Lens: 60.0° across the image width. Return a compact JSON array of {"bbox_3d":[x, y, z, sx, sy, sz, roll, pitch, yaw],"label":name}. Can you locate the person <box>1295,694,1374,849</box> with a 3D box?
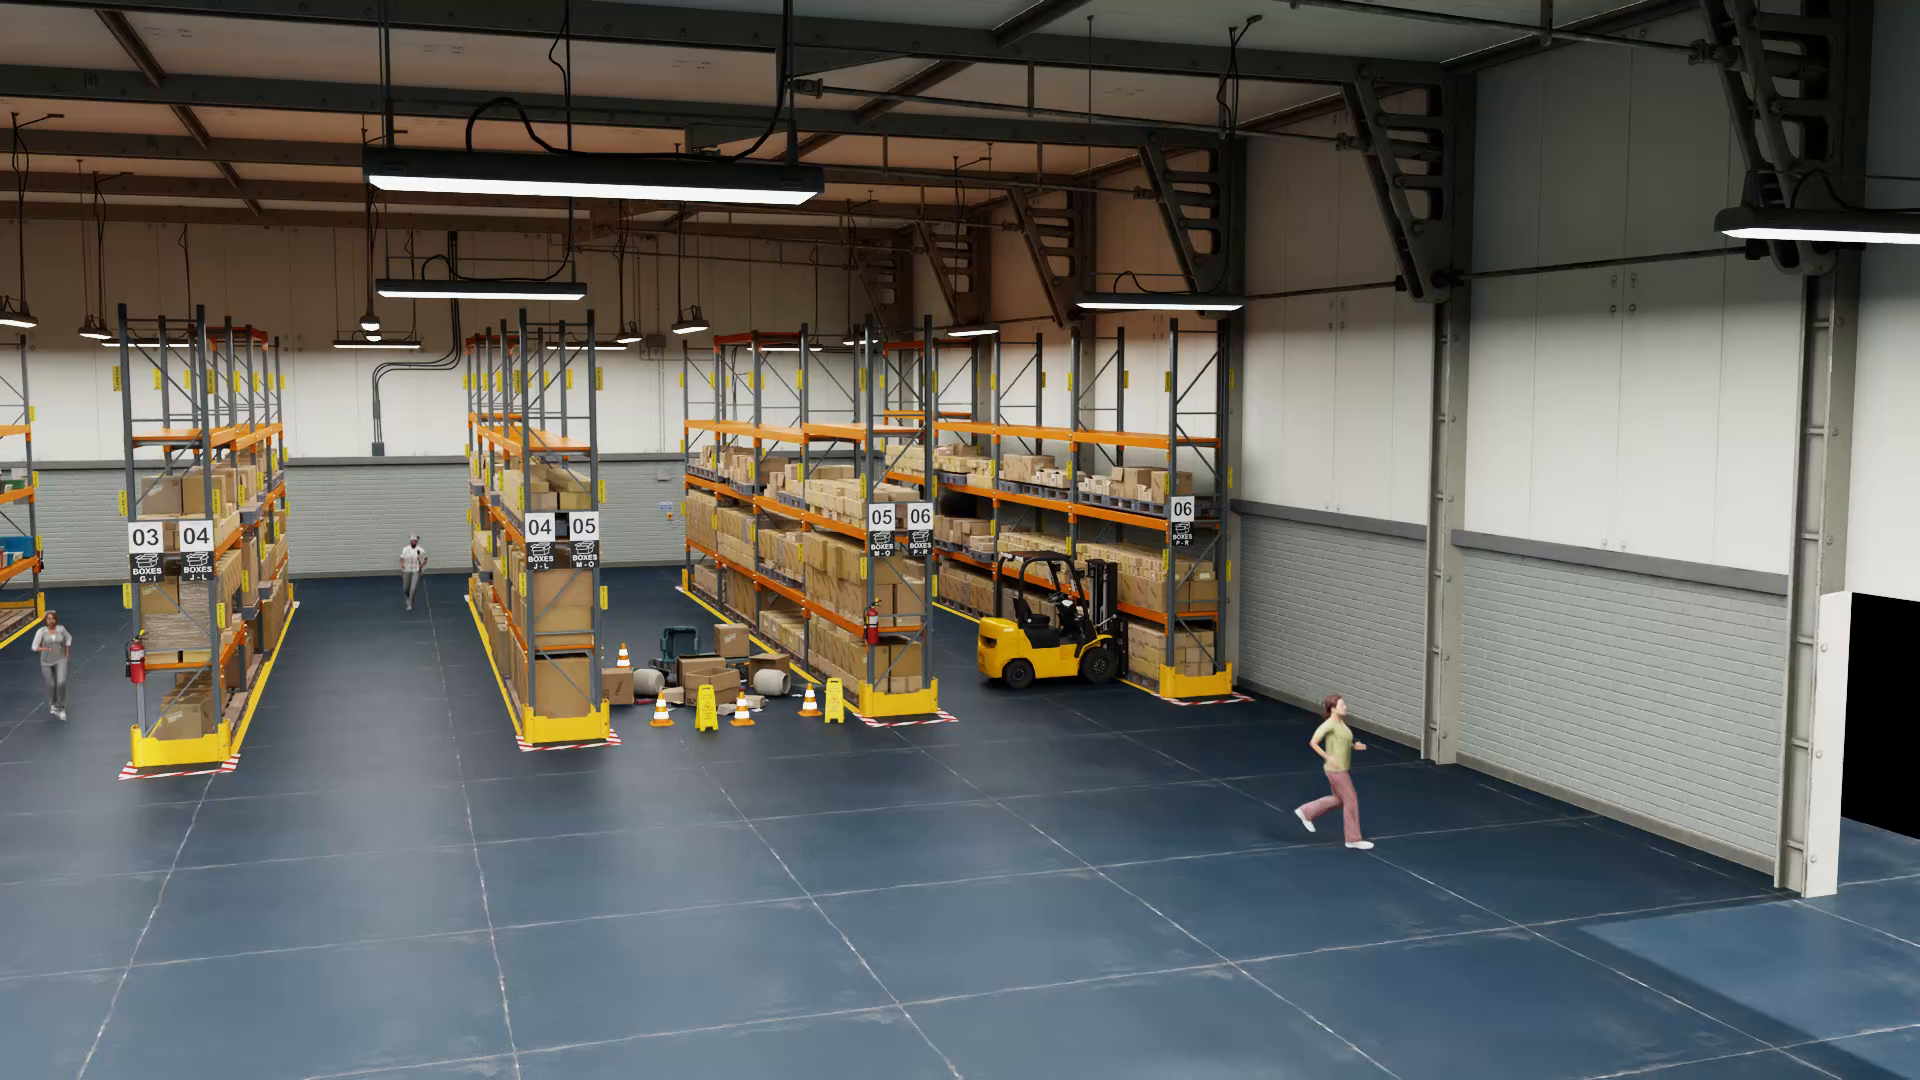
[{"bbox_3d":[4.041,2.476,17.936,0.896,1.643,0.588,3,6,29],"label":"person"}]

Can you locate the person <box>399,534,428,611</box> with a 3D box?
[{"bbox_3d":[-12.092,0.696,36.818,0.596,1.676,0.673,-1,6,-10],"label":"person"}]

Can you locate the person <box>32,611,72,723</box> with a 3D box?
[{"bbox_3d":[-13.462,1.864,24.678,0.525,1.640,0.727,-3,6,-27],"label":"person"}]
